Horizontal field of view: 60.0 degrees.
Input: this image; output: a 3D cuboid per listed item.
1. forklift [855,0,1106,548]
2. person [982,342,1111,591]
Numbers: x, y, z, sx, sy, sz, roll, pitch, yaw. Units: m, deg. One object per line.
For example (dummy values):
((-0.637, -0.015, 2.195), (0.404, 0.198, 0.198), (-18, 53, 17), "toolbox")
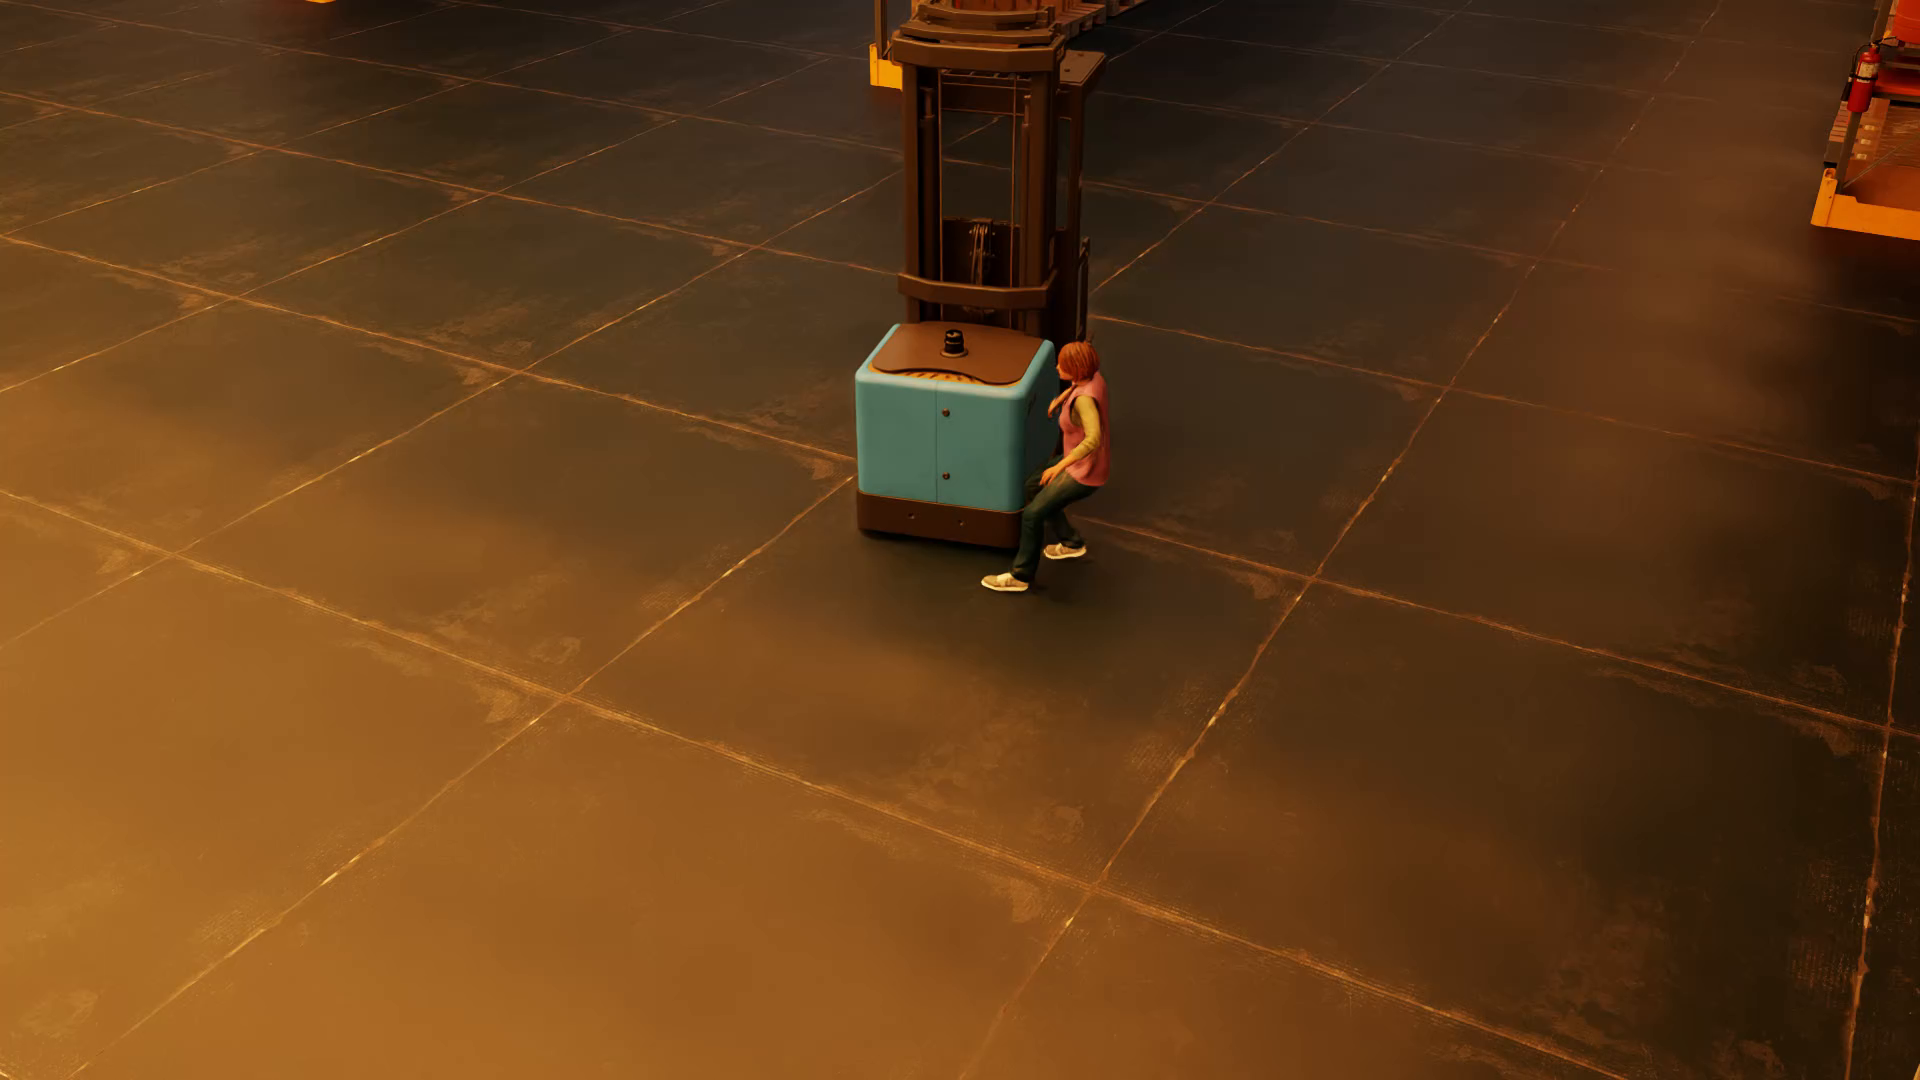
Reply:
((0.260, -1.943, 10.438), (1.130, 2.935, 3.031), (8, 31, 13), "forklift")
((0.490, -0.425, 9.245), (0.682, 1.476, 0.887), (5, 30, 9), "person")
